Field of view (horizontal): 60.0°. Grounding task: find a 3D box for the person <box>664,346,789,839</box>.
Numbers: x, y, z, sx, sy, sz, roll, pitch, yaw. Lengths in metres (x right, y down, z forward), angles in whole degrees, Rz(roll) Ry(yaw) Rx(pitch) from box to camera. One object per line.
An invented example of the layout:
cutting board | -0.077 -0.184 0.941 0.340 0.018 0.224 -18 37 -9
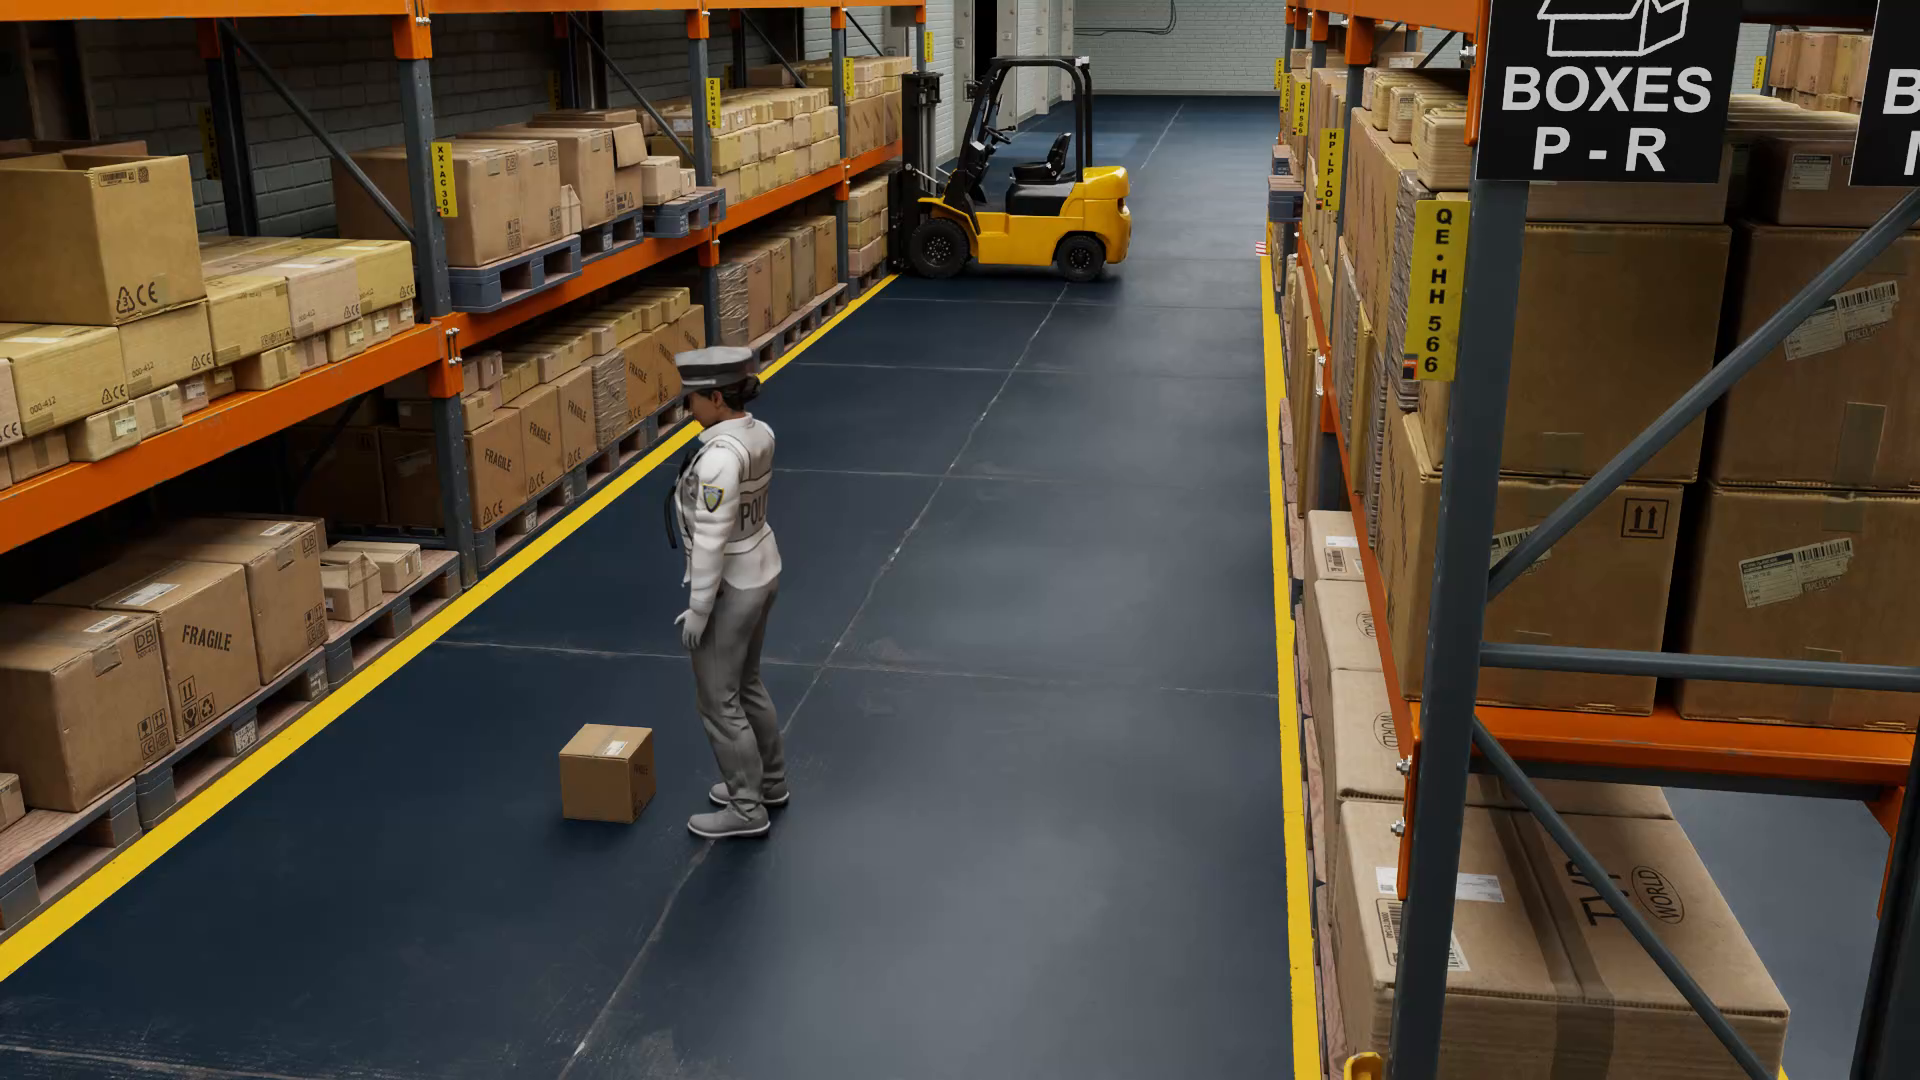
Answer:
person | -0.771 0.182 5.509 0.321 1.662 0.472 3 18 10
